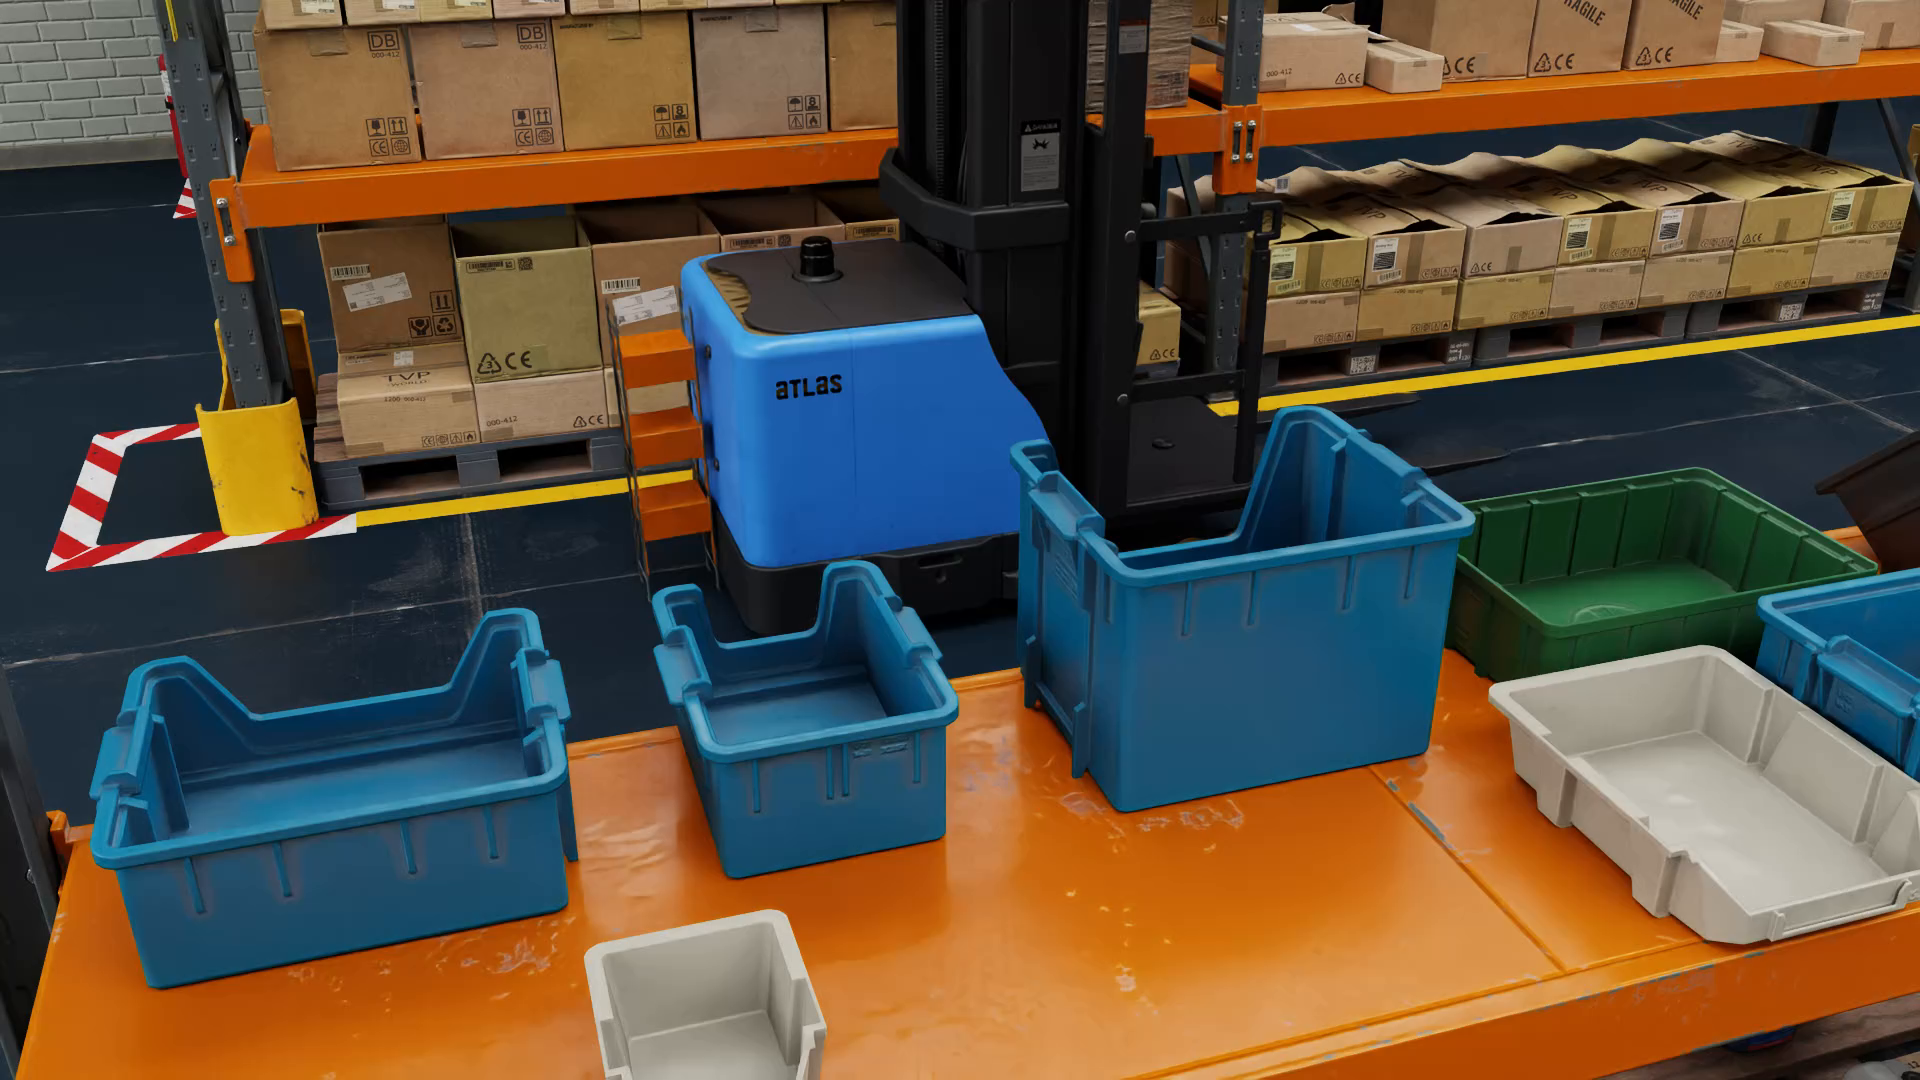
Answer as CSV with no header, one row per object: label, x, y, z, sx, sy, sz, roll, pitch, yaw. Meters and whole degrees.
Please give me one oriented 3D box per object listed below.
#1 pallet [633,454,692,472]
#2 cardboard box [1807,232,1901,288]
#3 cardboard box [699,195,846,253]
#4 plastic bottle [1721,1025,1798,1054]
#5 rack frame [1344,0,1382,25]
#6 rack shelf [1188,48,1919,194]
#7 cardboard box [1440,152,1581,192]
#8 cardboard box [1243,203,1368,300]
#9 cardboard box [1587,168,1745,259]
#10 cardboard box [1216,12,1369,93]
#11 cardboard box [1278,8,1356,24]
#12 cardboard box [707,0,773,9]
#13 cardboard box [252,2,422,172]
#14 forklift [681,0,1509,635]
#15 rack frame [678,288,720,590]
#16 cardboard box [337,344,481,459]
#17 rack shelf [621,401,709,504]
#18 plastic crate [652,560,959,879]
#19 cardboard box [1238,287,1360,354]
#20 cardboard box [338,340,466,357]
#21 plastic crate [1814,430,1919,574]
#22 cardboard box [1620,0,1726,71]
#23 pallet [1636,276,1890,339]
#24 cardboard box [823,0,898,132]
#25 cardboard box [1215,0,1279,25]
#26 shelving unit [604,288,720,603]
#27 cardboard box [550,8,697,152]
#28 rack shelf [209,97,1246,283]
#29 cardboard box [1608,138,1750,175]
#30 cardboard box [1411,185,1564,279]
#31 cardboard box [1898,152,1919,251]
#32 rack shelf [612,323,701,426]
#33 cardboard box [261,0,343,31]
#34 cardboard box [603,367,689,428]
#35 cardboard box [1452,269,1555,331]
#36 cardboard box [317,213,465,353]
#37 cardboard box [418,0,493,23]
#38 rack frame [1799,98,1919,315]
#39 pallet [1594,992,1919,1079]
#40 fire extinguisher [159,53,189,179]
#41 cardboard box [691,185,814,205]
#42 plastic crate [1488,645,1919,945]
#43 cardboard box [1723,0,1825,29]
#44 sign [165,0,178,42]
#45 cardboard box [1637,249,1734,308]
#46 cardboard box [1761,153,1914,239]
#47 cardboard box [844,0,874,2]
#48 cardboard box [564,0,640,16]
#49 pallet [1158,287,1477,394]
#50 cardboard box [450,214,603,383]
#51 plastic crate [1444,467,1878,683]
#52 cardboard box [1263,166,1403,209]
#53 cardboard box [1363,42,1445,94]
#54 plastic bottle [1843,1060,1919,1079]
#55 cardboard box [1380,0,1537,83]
pallet,-0.904,-0.665,7.351,1.213,0.211,1.003,-8,28,-16
cardboard box,4.406,-1.507,8.531,0.500,0.250,0.500,-8,27,-15
cardboard box,-0.770,-1.102,6.872,0.500,0.500,0.500,-8,28,-16
plastic bottle,1.706,0.906,3.536,0.185,0.351,0.144,-8,28,-16
rack frame,3.293,-4.820,12.585,0.127,3.000,1.000,-8,28,-16
rack shelf,2.929,-2.128,7.972,4.000,0.370,1.077,-8,28,-16
cardboard box,2.771,-1.769,8.430,0.500,0.311,0.500,-9,28,-17
cardboard box,1.497,-1.334,7.553,0.500,0.311,0.500,-8,28,-16
cardboard box,3.436,-1.615,8.118,0.500,0.311,0.500,-8,28,-16
cardboard box,1.482,-2.194,7.465,0.500,0.250,0.500,-7,27,-13
cardboard box,2.625,-3.776,12.799,0.500,0.500,0.700,-8,27,-15
cardboard box,-0.874,-2.134,6.333,0.250,0.149,0.380,-8,27,-16
cardboard box,-2.328,-1.728,6.244,0.500,0.500,0.700,-8,28,-16
forklift,0.582,-1.363,5.700,3.031,2.935,1.130,-9,28,-17
rack frame,-0.897,-0.333,5.726,0.008,1.050,0.200,-10,28,-17
cardboard box,-2.197,-0.560,6.625,0.500,0.250,0.500,-8,28,-16
rack shelf,-1.012,-0.303,5.695,0.240,0.259,0.215,-10,28,-17
plastic crate,-0.243,0.255,2.530,0.408,0.251,0.499,-8,28,-16
cardboard box,1.488,-1.082,7.677,0.500,0.250,0.500,-9,28,-17
cardboard box,-2.358,-0.779,7.067,0.500,0.250,0.500,-8,28,-16
plastic crate,2.021,-0.034,3.015,0.504,0.338,0.767,-8,28,-16
cardboard box,3.240,-2.533,7.866,0.500,0.500,0.500,-10,28,-19
pallet,4.036,-1.380,8.792,1.213,0.211,1.003,-8,28,-16
cardboard box,-0.370,-2.013,6.819,0.500,0.500,0.700,-8,27,-15
cardboard box,2.063,-4.060,12.527,0.500,0.250,0.500,-8,27,-15
shelving unit,-1.012,-0.312,5.691,0.252,1.050,0.215,-10,28,-17
cardboard box,-1.356,-1.868,6.527,0.500,0.500,0.700,-8,28,-16
rack shelf,-0.874,-1.577,6.863,4.000,0.370,1.077,-8,28,-16
cardboard box,3.745,-1.910,8.712,0.500,0.311,0.500,-9,28,-17
cardboard box,2.467,-1.473,7.832,0.500,0.311,0.500,-9,28,-18
cardboard box,5.352,-1.745,8.708,0.500,0.500,0.500,-7,27,-14
rack shelf,-1.019,-0.556,5.567,0.240,0.259,0.215,-10,28,-17
cardboard box,-2.336,-1.922,5.907,0.250,0.149,0.380,-8,28,-16
cardboard box,-1.247,-0.699,6.906,0.500,0.250,0.500,-8,28,-16
cardboard box,2.466,-1.225,7.963,0.500,0.250,0.500,-9,28,-18
cardboard box,-2.358,-1.116,6.902,0.500,0.500,0.500,-8,28,-16
cardboard box,-1.848,-1.994,6.051,0.250,0.149,0.380,-8,28,-16
rack frame,4.831,-2.726,8.367,0.127,3.000,1.000,-8,28,-16
pallet,1.906,1.244,3.507,1.213,0.211,1.003,-8,28,-16
fire extinguisher,-3.032,-1.770,6.528,0.183,0.674,0.296,-8,28,-16
cardboard box,-0.936,-1.328,7.329,0.500,0.500,0.500,-8,28,-16
plastic crate,1.092,0.369,2.430,0.437,0.136,0.530,-8,28,-16
cardboard box,3.920,-2.645,8.304,0.500,0.311,0.500,-9,28,-17
sign,-2.610,-1.812,5.464,0.005,0.325,0.100,-8,28,-16
cardboard box,3.438,-1.366,8.249,0.500,0.250,0.500,-8,27,-15
cardboard box,4.409,-1.757,8.405,0.500,0.311,0.500,-8,27,-15
cardboard box,-0.373,-2.208,6.482,0.250,0.149,0.380,-7,27,-15
cardboard box,-1.355,-2.065,6.195,0.250,0.149,0.380,-9,28,-18
pallet,1.716,-1.044,8.115,1.213,0.211,1.003,-8,28,-16
cardboard box,-1.722,-0.966,6.599,0.500,0.500,0.500,-8,28,-16
plastic crate,1.180,0.082,2.949,0.662,0.188,0.450,-8,28,-16
cardboard box,1.816,-1.634,8.157,0.500,0.311,0.500,-7,27,-15
cardboard box,1.933,-2.098,7.385,0.250,0.149,0.380,-8,28,-16
plastic bottle,1.782,1.121,3.188,0.135,0.276,0.152,-8,28,-16
cardboard box,2.264,-2.391,7.581,0.500,0.500,0.500,-6,27,-12
